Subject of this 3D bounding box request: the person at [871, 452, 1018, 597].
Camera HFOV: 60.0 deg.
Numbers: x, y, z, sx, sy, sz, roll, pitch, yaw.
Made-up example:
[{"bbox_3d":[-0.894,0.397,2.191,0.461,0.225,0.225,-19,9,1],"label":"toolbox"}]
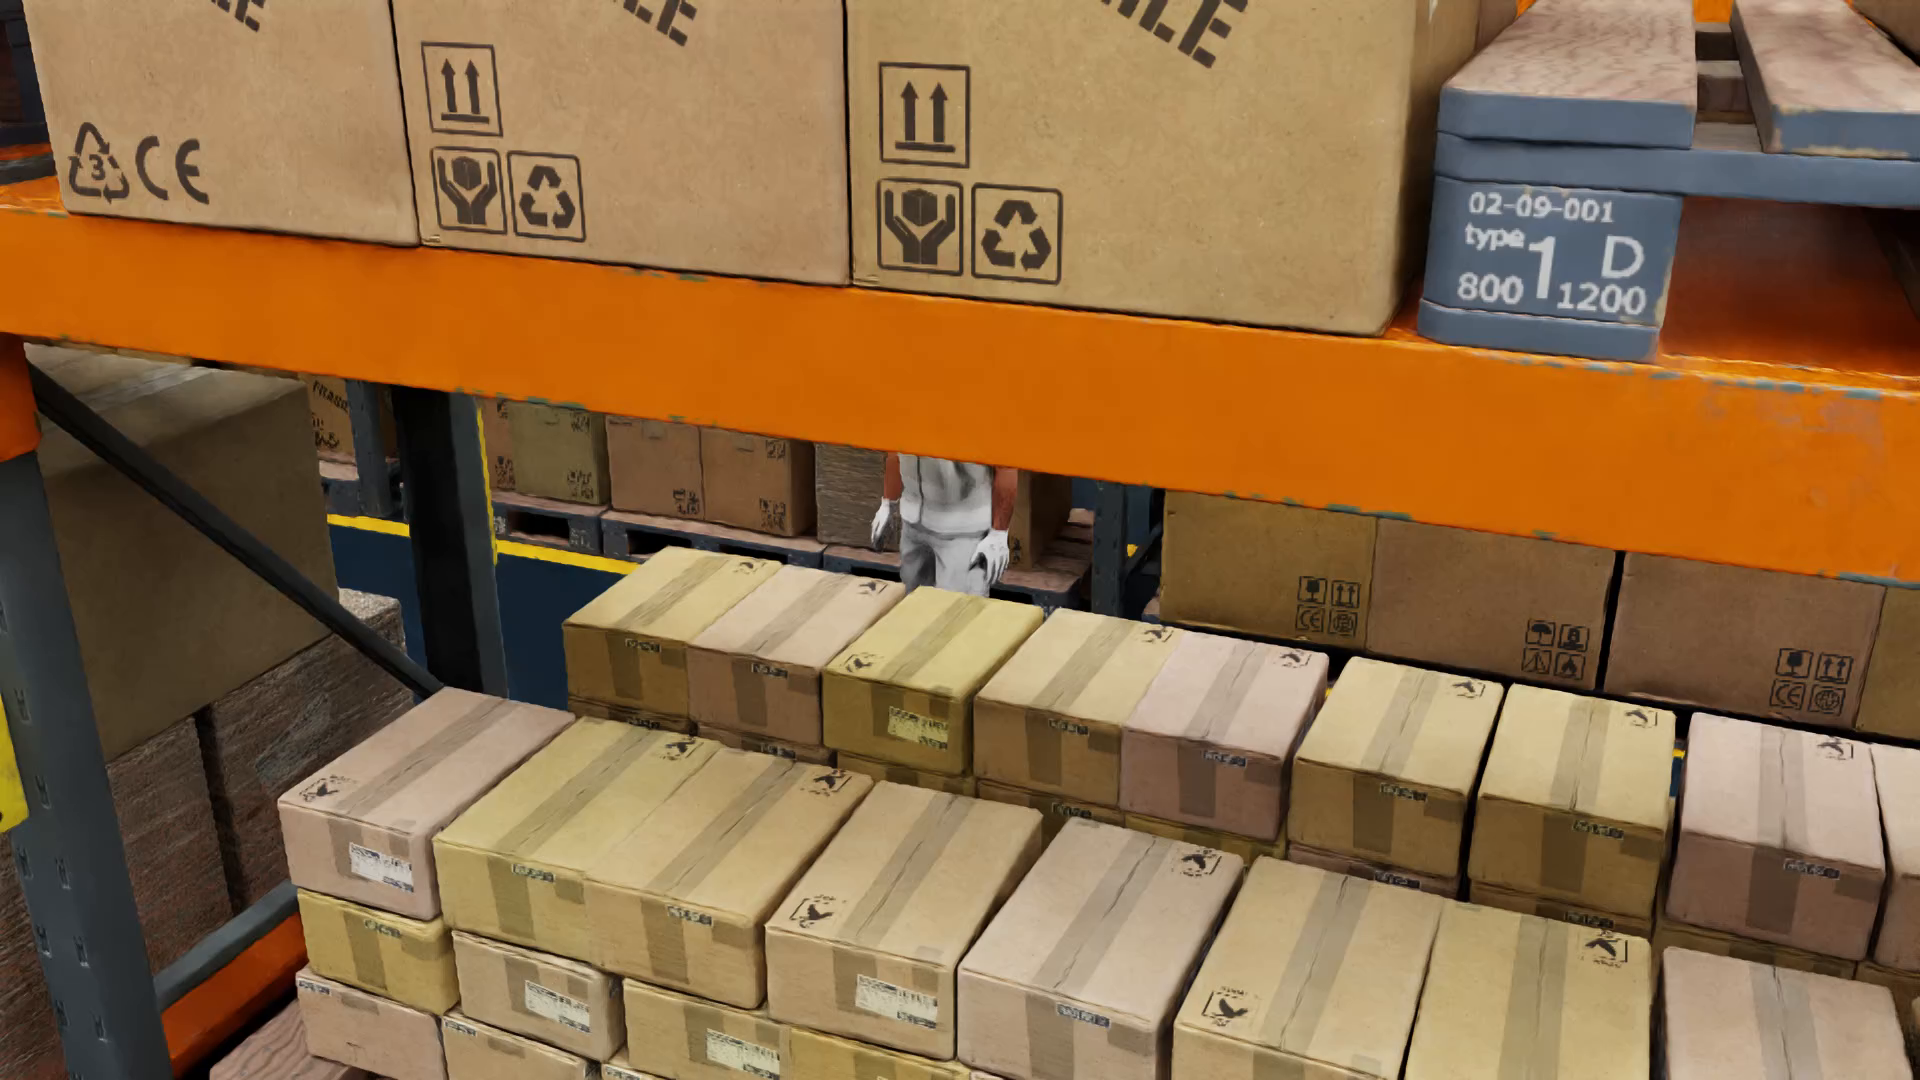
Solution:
[{"bbox_3d":[-0.044,-0.055,6.154,0.430,1.789,0.594,-20,30,-40],"label":"person"}]
